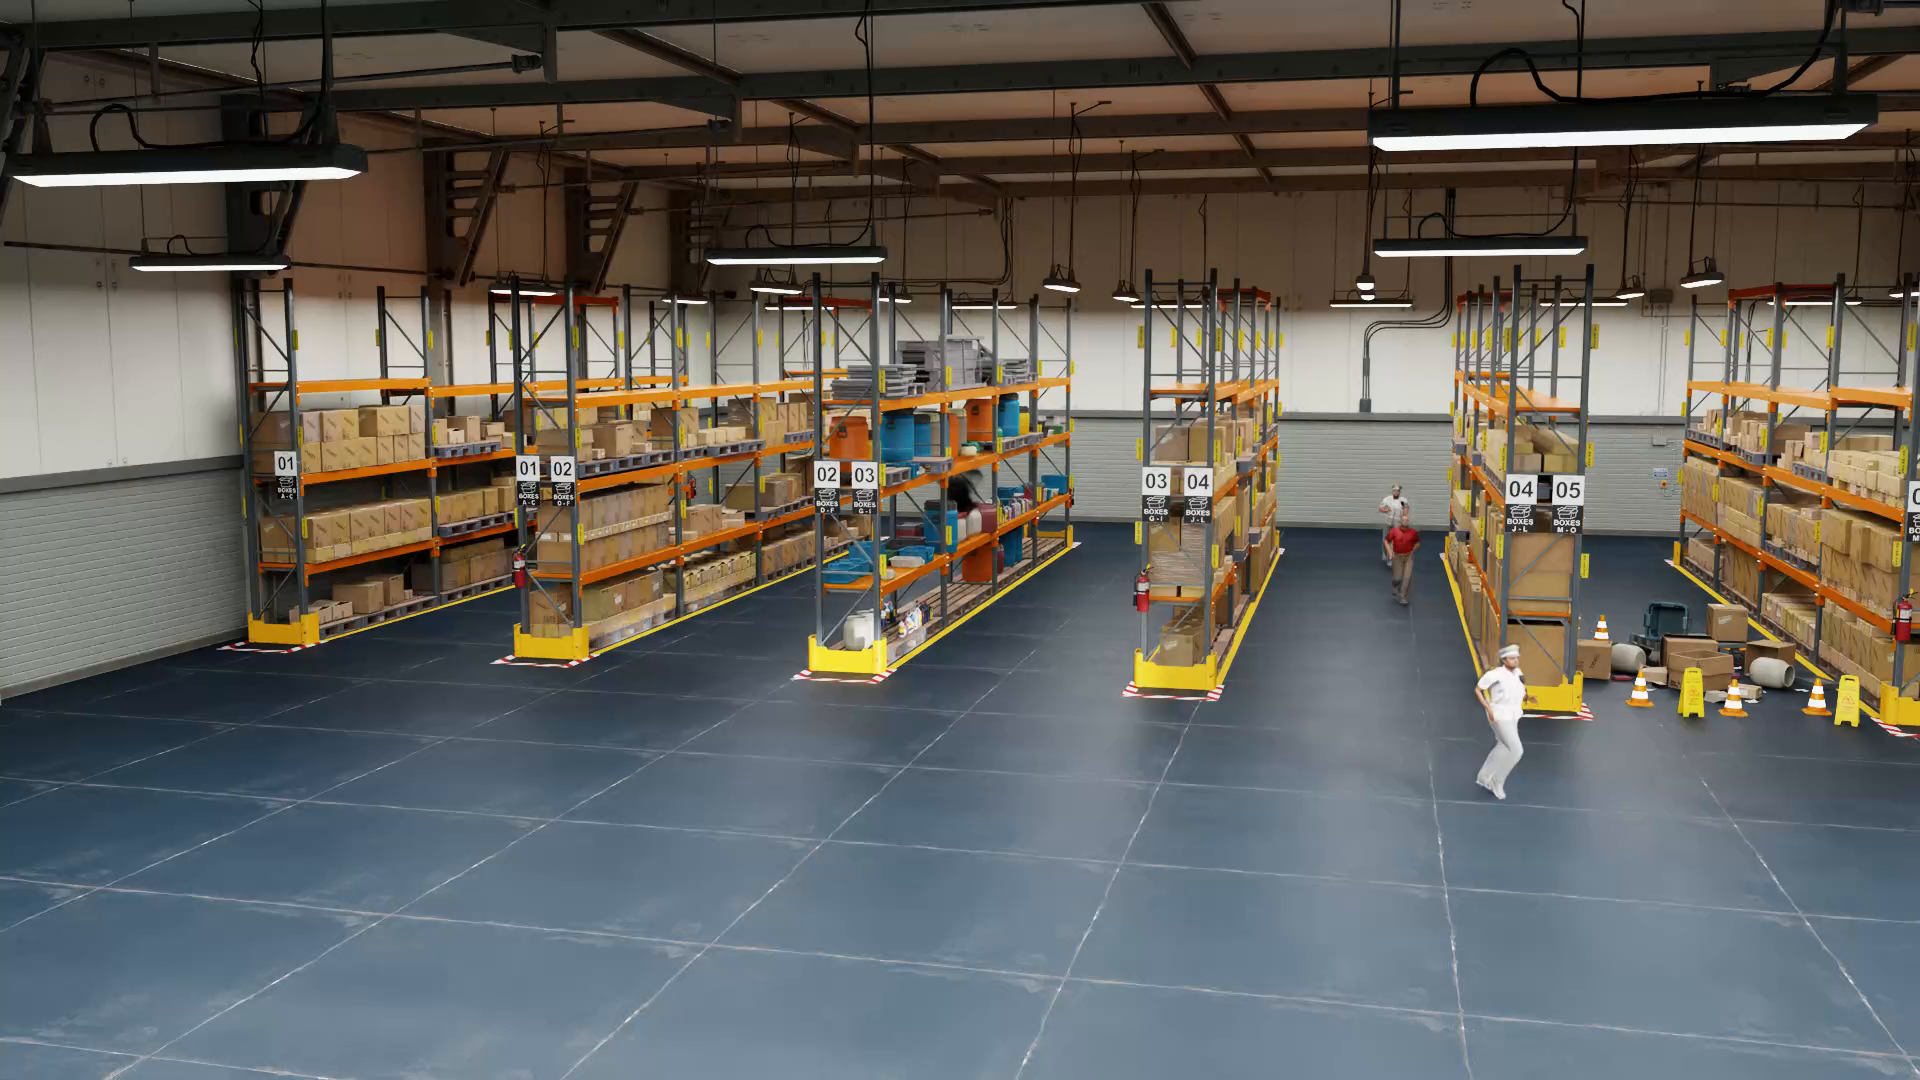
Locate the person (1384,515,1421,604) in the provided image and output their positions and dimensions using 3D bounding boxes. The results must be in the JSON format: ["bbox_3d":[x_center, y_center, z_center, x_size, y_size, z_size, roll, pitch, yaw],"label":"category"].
[{"bbox_3d":[8.459,0.359,31.805,0.666,1.677,0.619,0,7,2],"label":"person"}]

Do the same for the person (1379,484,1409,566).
[{"bbox_3d":[9.718,-0.338,37.299,0.646,1.848,0.795,2,7,16],"label":"person"}]

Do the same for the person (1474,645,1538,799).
[{"bbox_3d":[6.028,1.993,18.318,0.548,1.728,0.693,-5,8,-36],"label":"person"}]
